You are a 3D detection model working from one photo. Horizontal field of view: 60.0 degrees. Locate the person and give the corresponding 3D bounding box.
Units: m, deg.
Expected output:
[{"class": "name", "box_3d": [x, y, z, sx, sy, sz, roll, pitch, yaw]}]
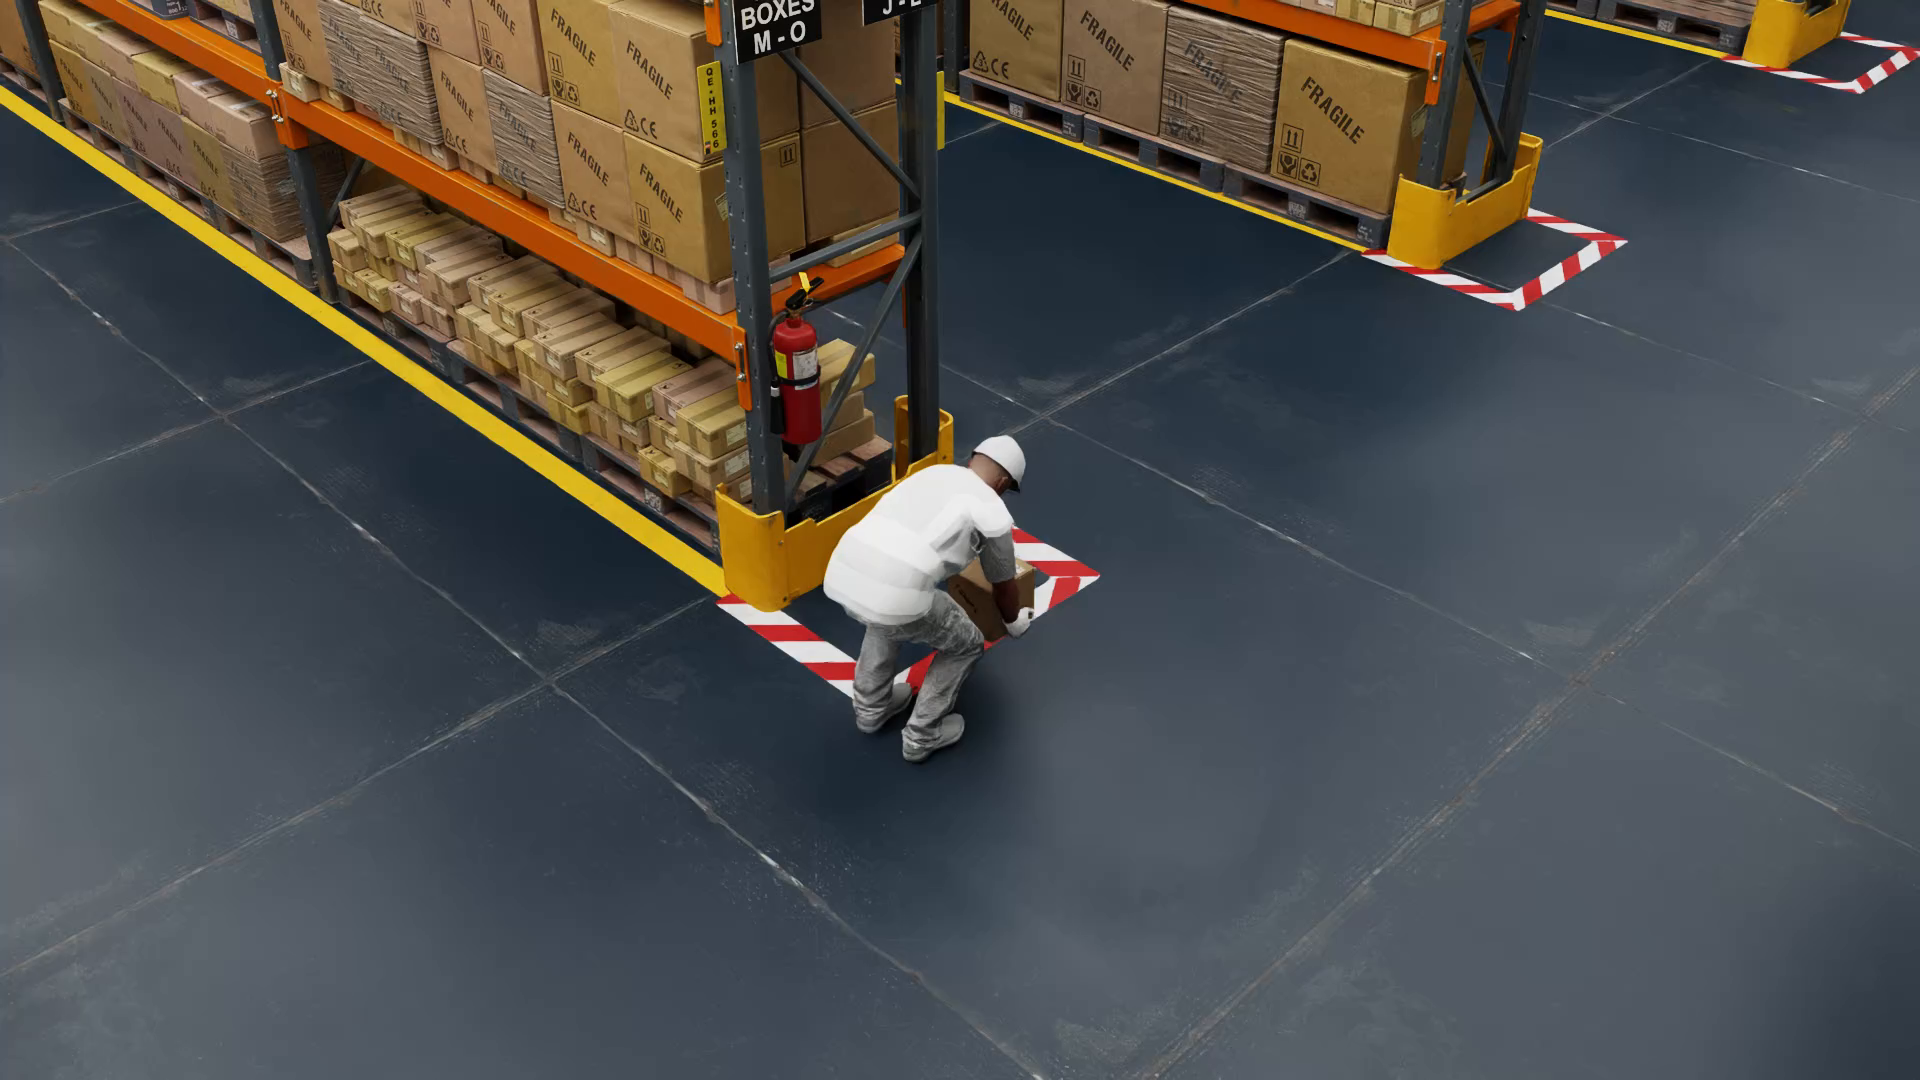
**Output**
[{"class": "person", "box_3d": [-0.093, 0.224, 6.417, 0.534, 1.081, 0.978, 26, 43, 32]}]
